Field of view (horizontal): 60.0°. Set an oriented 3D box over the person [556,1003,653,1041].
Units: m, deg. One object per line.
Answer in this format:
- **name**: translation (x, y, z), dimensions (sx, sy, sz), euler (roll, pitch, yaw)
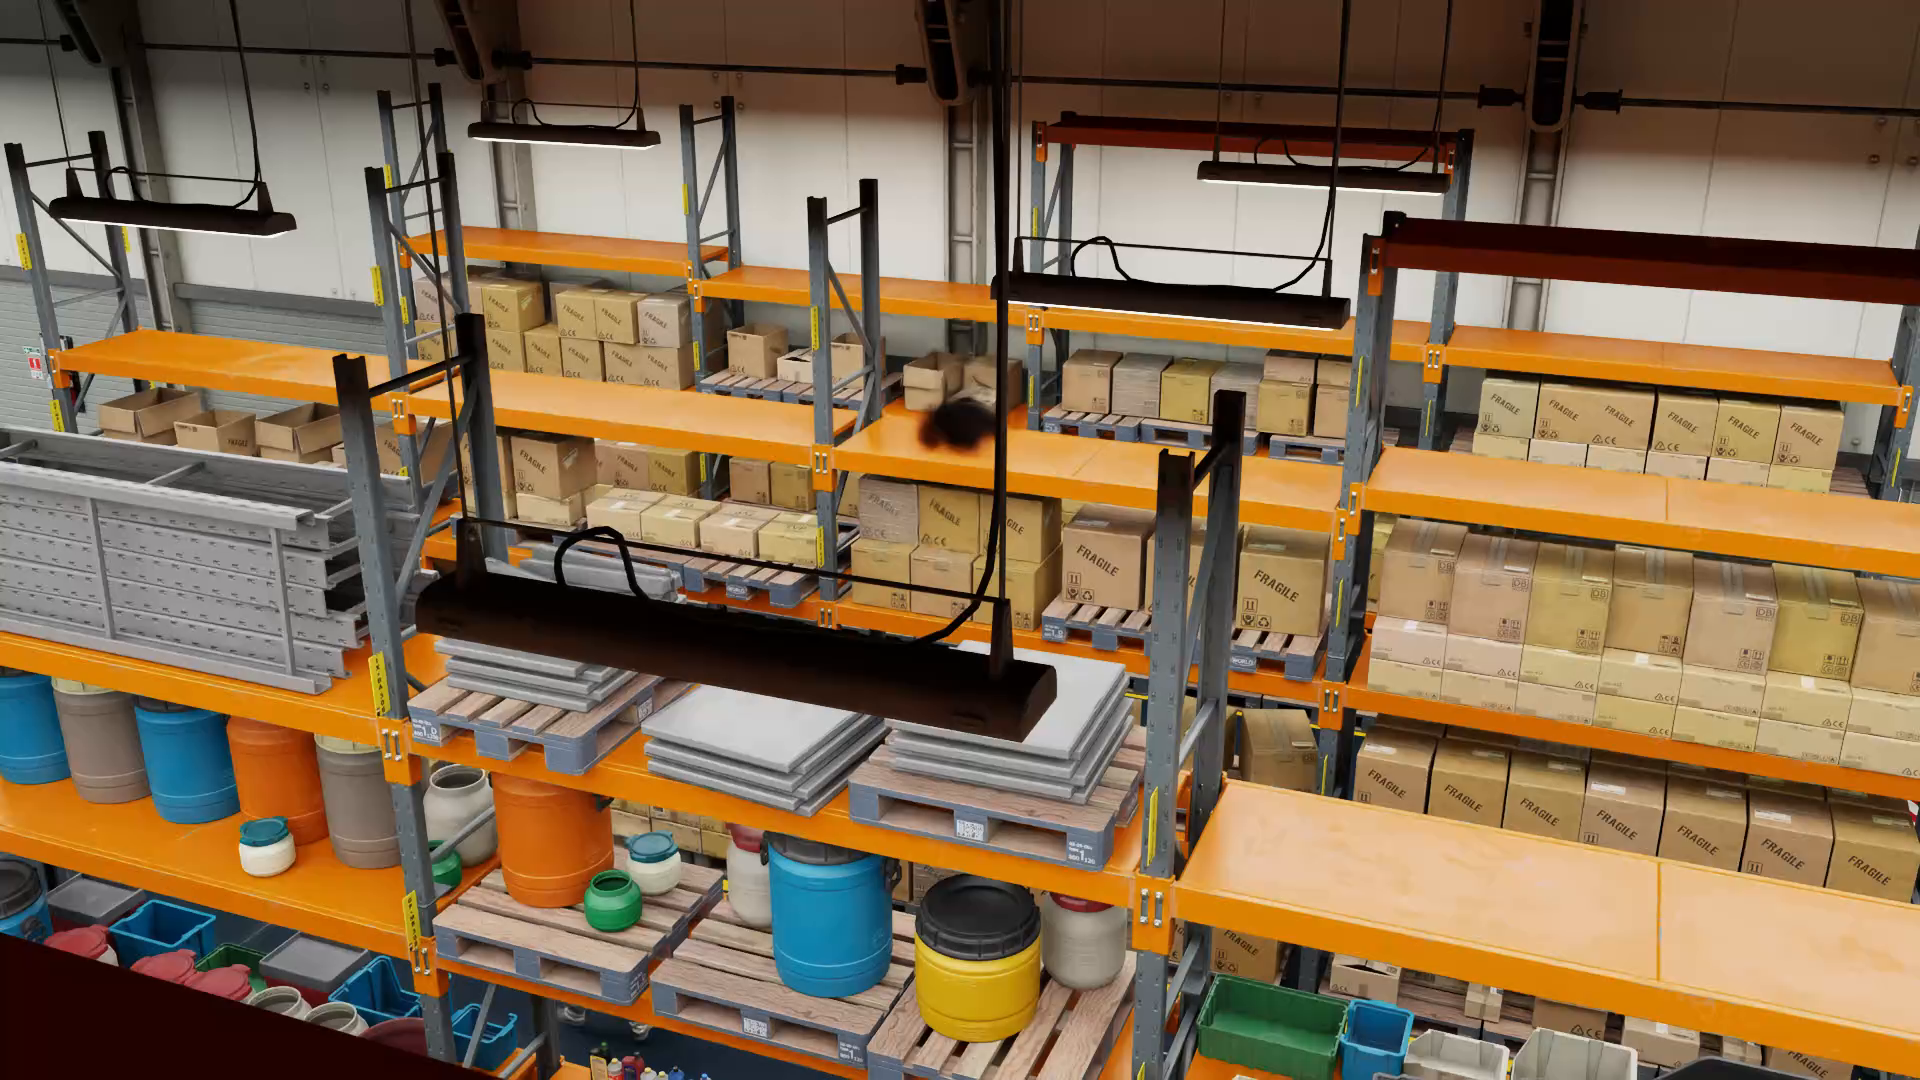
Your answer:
- **person**: translation (-2.719, 2.889, 12.338), dimensions (0.739, 1.782, 0.766), euler (-15, 26, -35)
